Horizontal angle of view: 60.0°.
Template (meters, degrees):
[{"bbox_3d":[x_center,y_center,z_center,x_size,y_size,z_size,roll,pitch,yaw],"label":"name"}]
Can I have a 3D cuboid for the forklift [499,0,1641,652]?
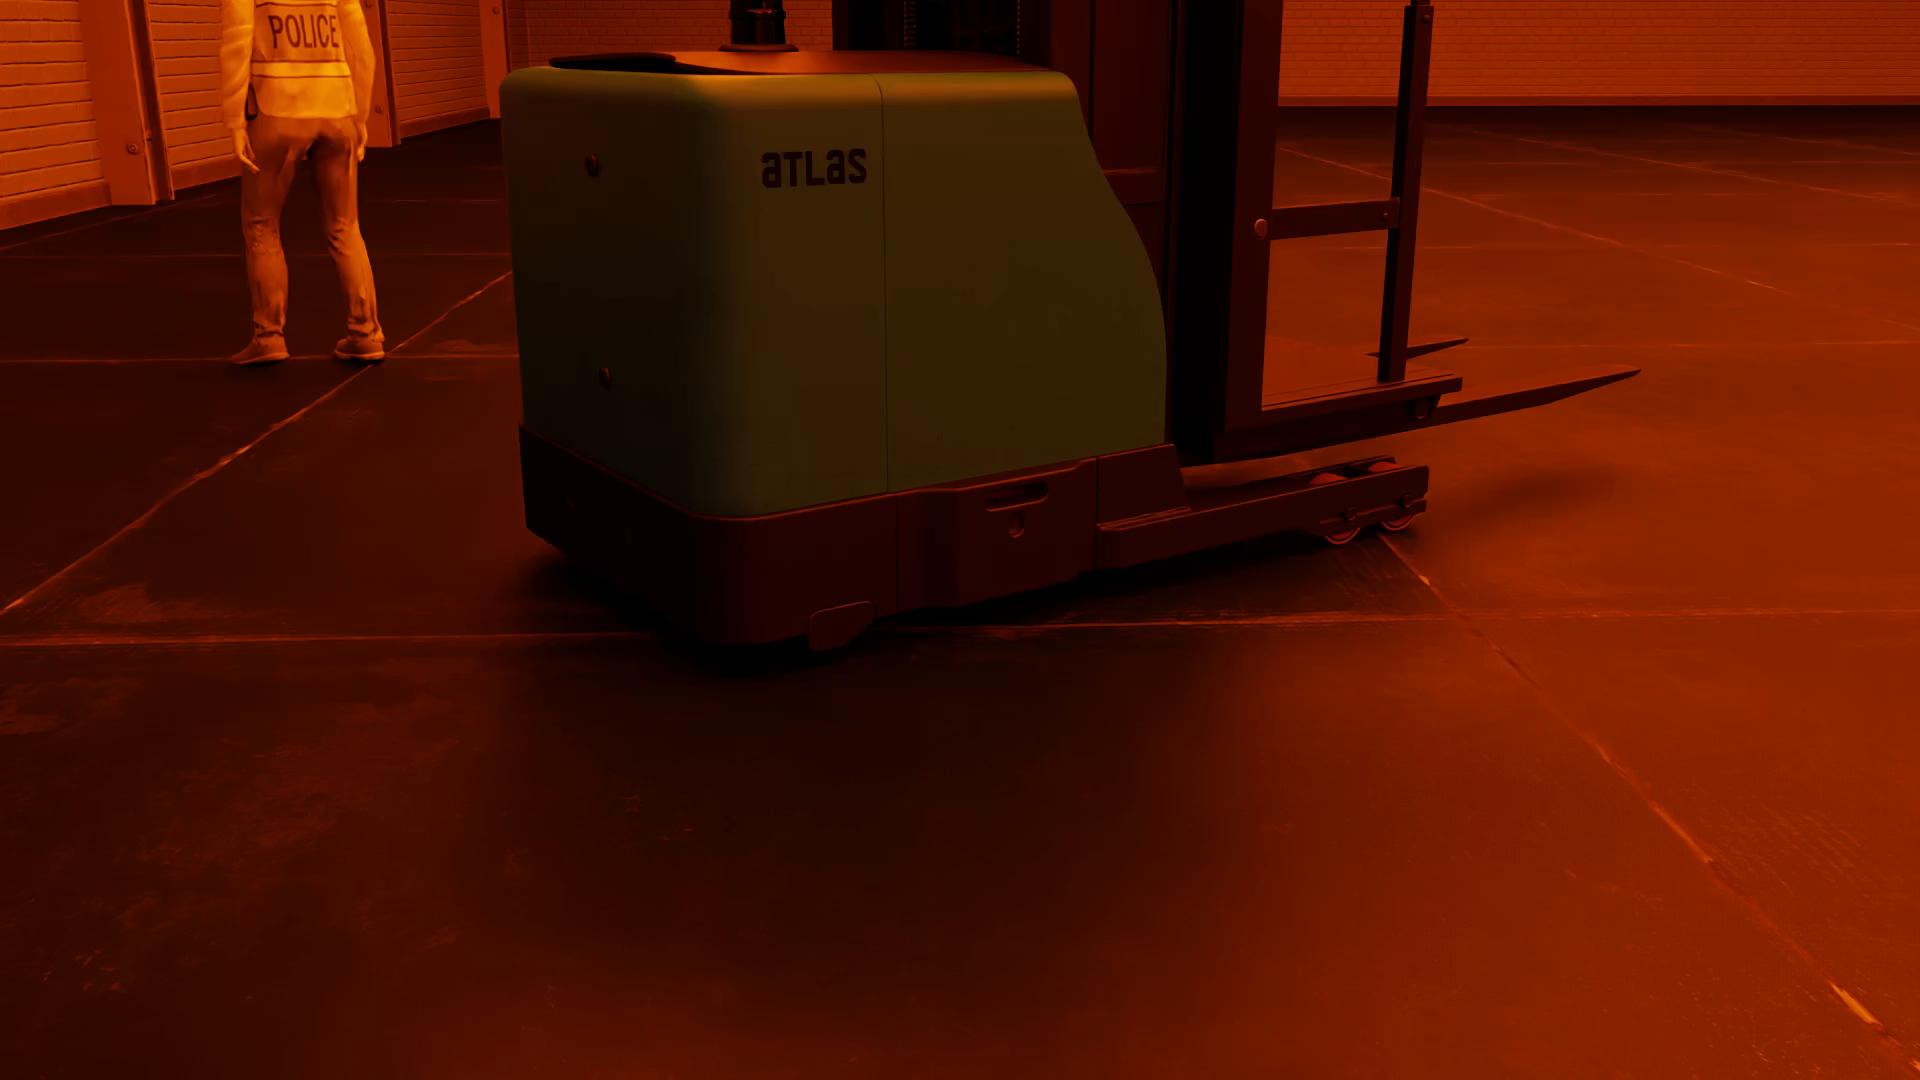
[{"bbox_3d":[0.514,-1.506,3.829,3.031,2.935,1.130,-11,20,-33],"label":"forklift"}]

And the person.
[{"bbox_3d":[-2.321,-1.451,5.827,0.372,1.663,0.529,16,23,42],"label":"person"}]
